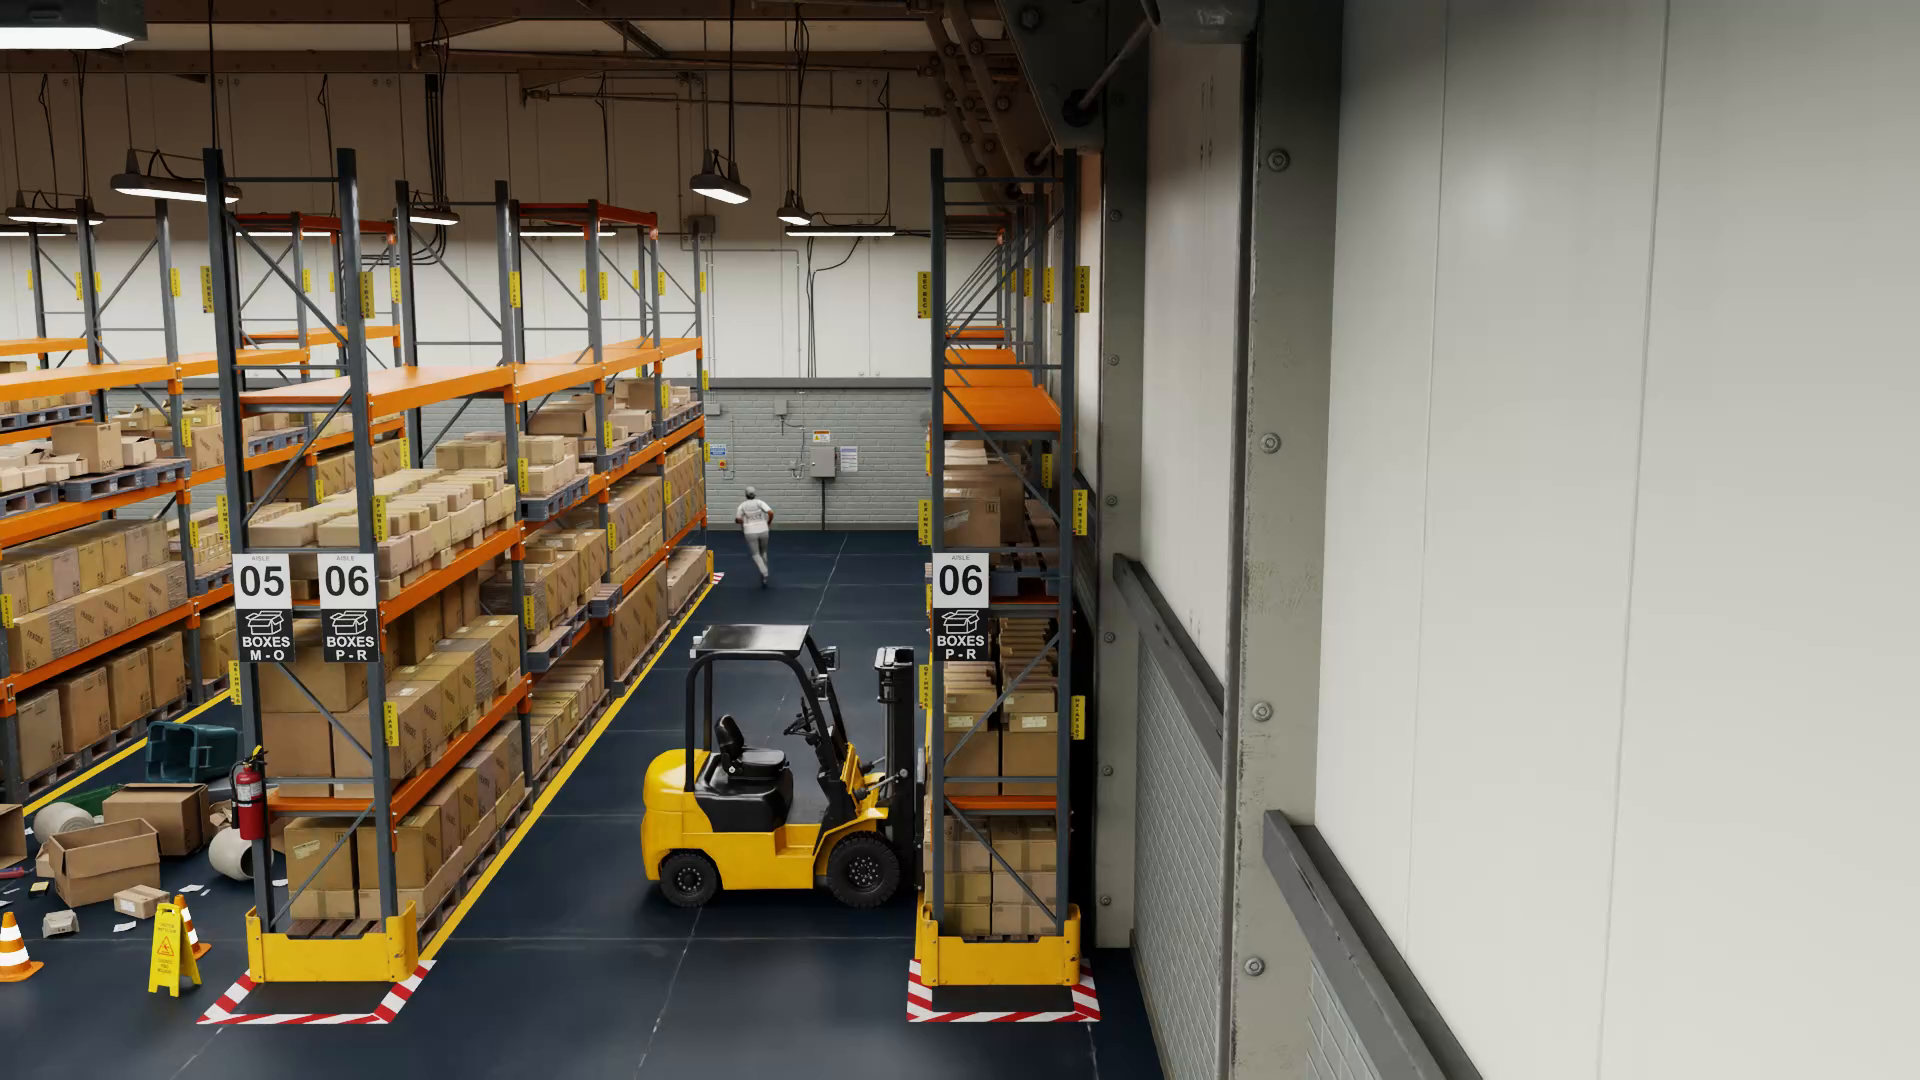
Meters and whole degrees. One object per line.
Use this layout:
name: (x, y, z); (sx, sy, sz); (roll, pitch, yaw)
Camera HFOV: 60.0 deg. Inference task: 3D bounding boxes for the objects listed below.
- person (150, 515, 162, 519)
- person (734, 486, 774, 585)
person: (-11.399, 0.513, 23.786); (0.718, 1.778, 0.935); (0, 9, 0)
person: (-3.438, -0.055, 27.733); (0.615, 1.687, 0.854); (-3, 10, -20)
